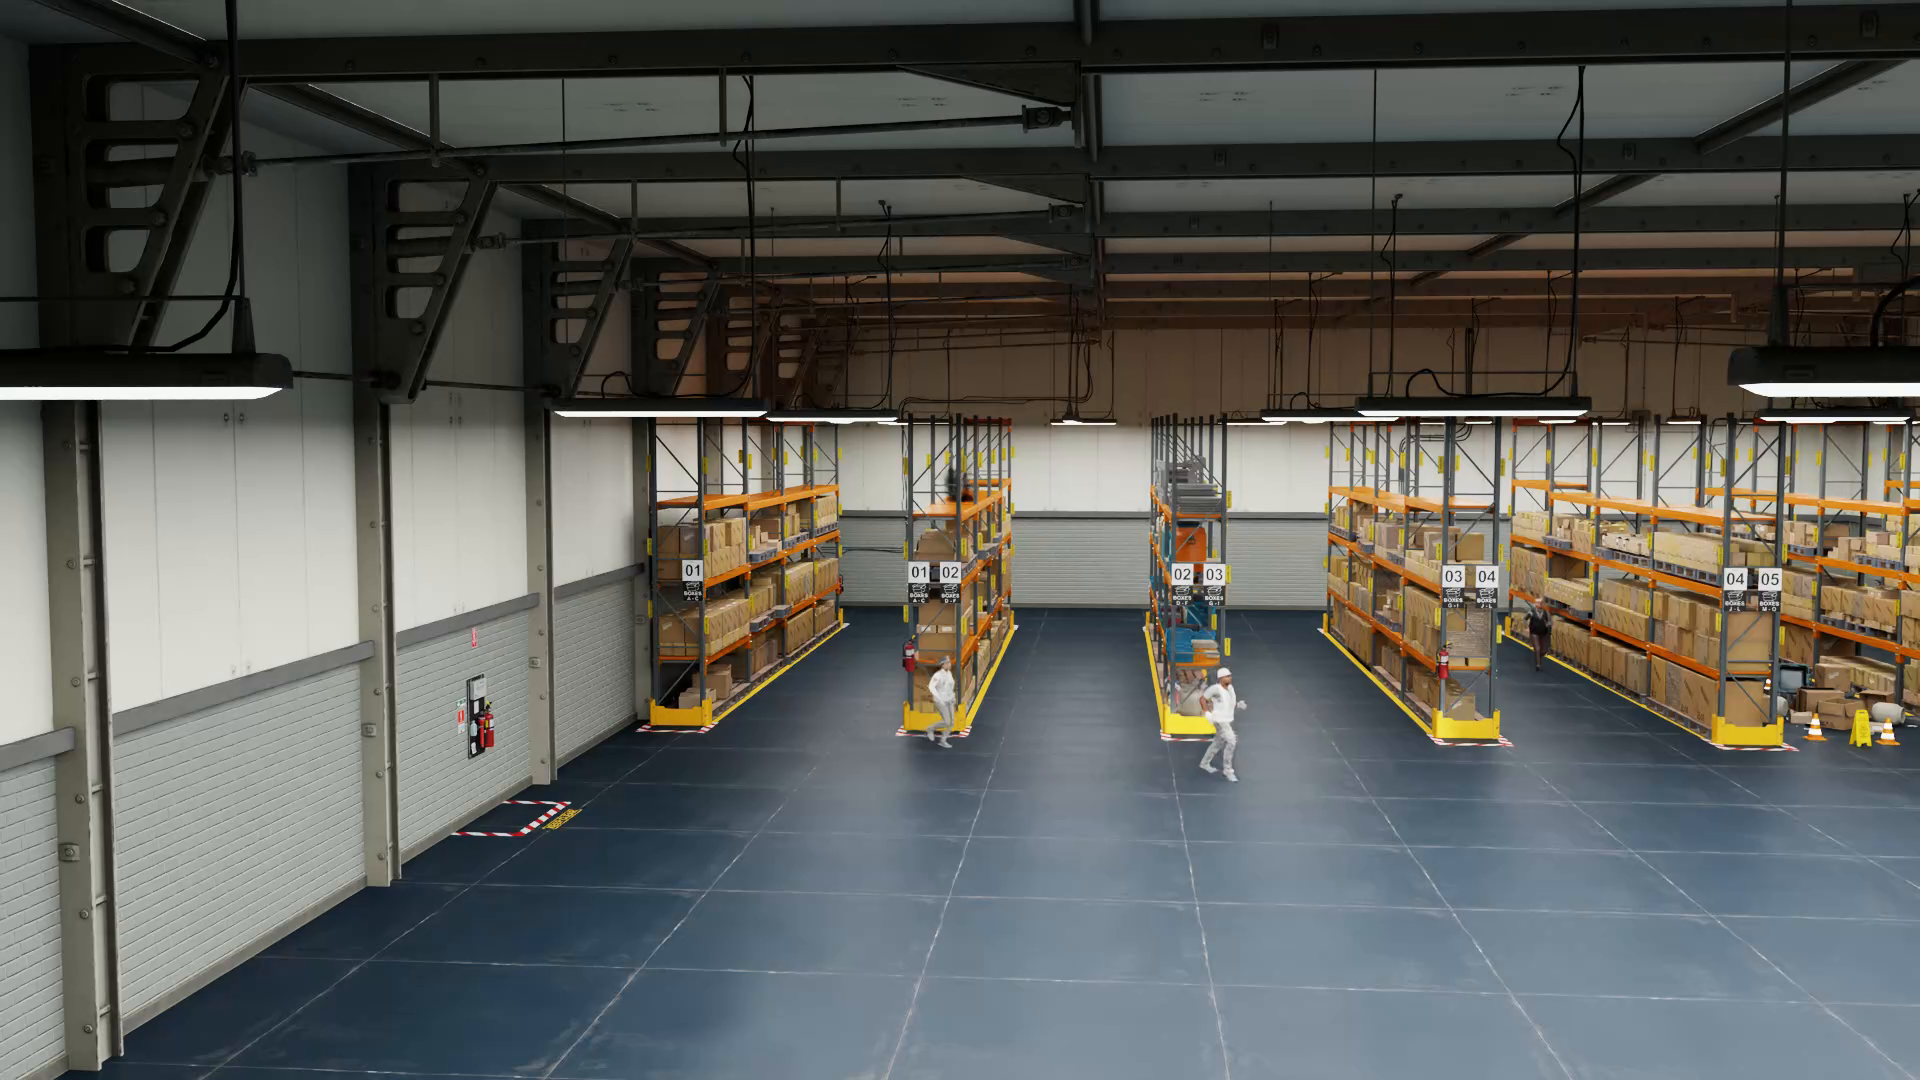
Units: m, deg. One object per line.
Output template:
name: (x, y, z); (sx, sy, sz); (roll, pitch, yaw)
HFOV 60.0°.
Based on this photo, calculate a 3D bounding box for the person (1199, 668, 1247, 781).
person: (4.295, 3.006, 27.257); (0.794, 1.842, 0.651); (2, 4, 31)

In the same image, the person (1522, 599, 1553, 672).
person: (13.629, 2.235, 39.197); (0.669, 1.697, 0.882); (0, 4, 3)

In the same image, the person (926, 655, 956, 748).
person: (-0.344, 2.897, 29.887); (0.521, 1.677, 0.640); (3, 5, 34)
